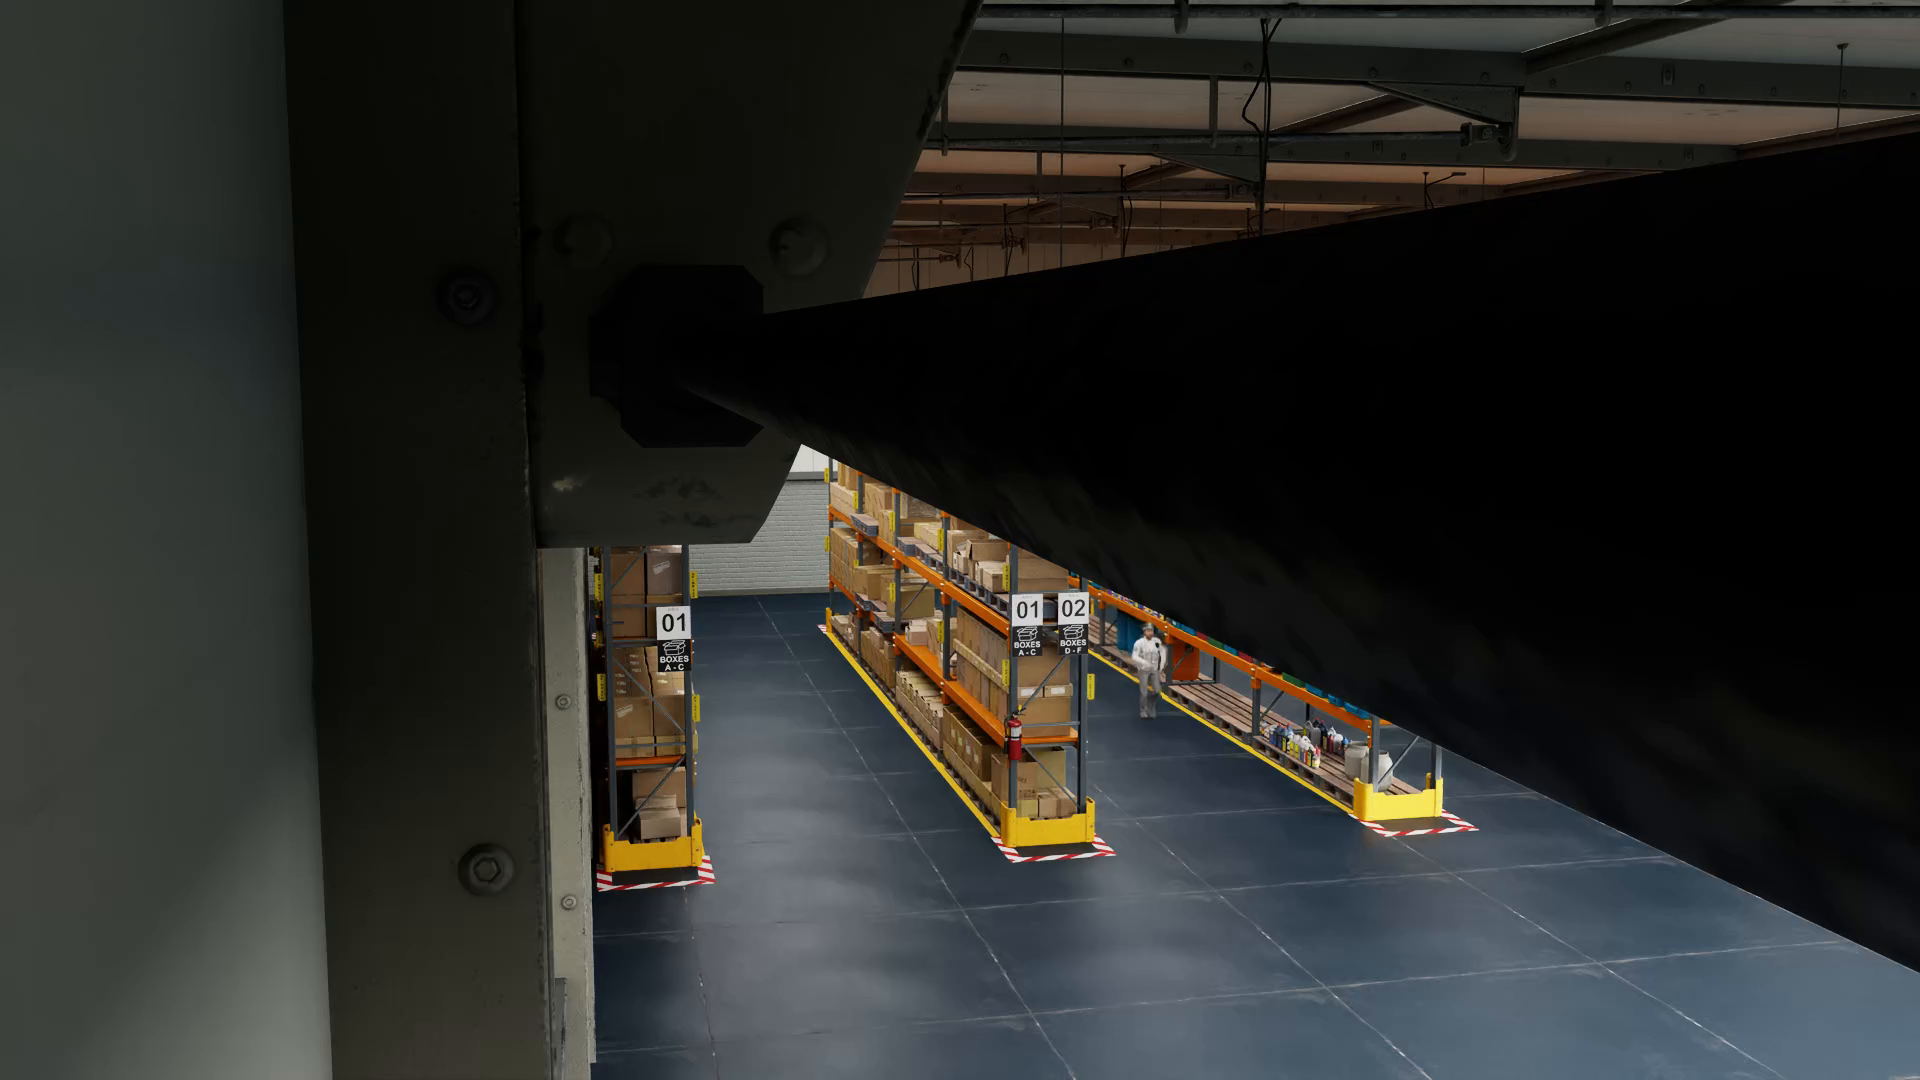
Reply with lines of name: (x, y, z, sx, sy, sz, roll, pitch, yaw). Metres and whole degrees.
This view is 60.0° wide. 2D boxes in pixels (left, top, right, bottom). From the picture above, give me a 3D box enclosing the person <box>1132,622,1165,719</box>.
person: (3.188, 2.194, 27.858, 0.635, 1.671, 0.618, -1, 7, -11)
